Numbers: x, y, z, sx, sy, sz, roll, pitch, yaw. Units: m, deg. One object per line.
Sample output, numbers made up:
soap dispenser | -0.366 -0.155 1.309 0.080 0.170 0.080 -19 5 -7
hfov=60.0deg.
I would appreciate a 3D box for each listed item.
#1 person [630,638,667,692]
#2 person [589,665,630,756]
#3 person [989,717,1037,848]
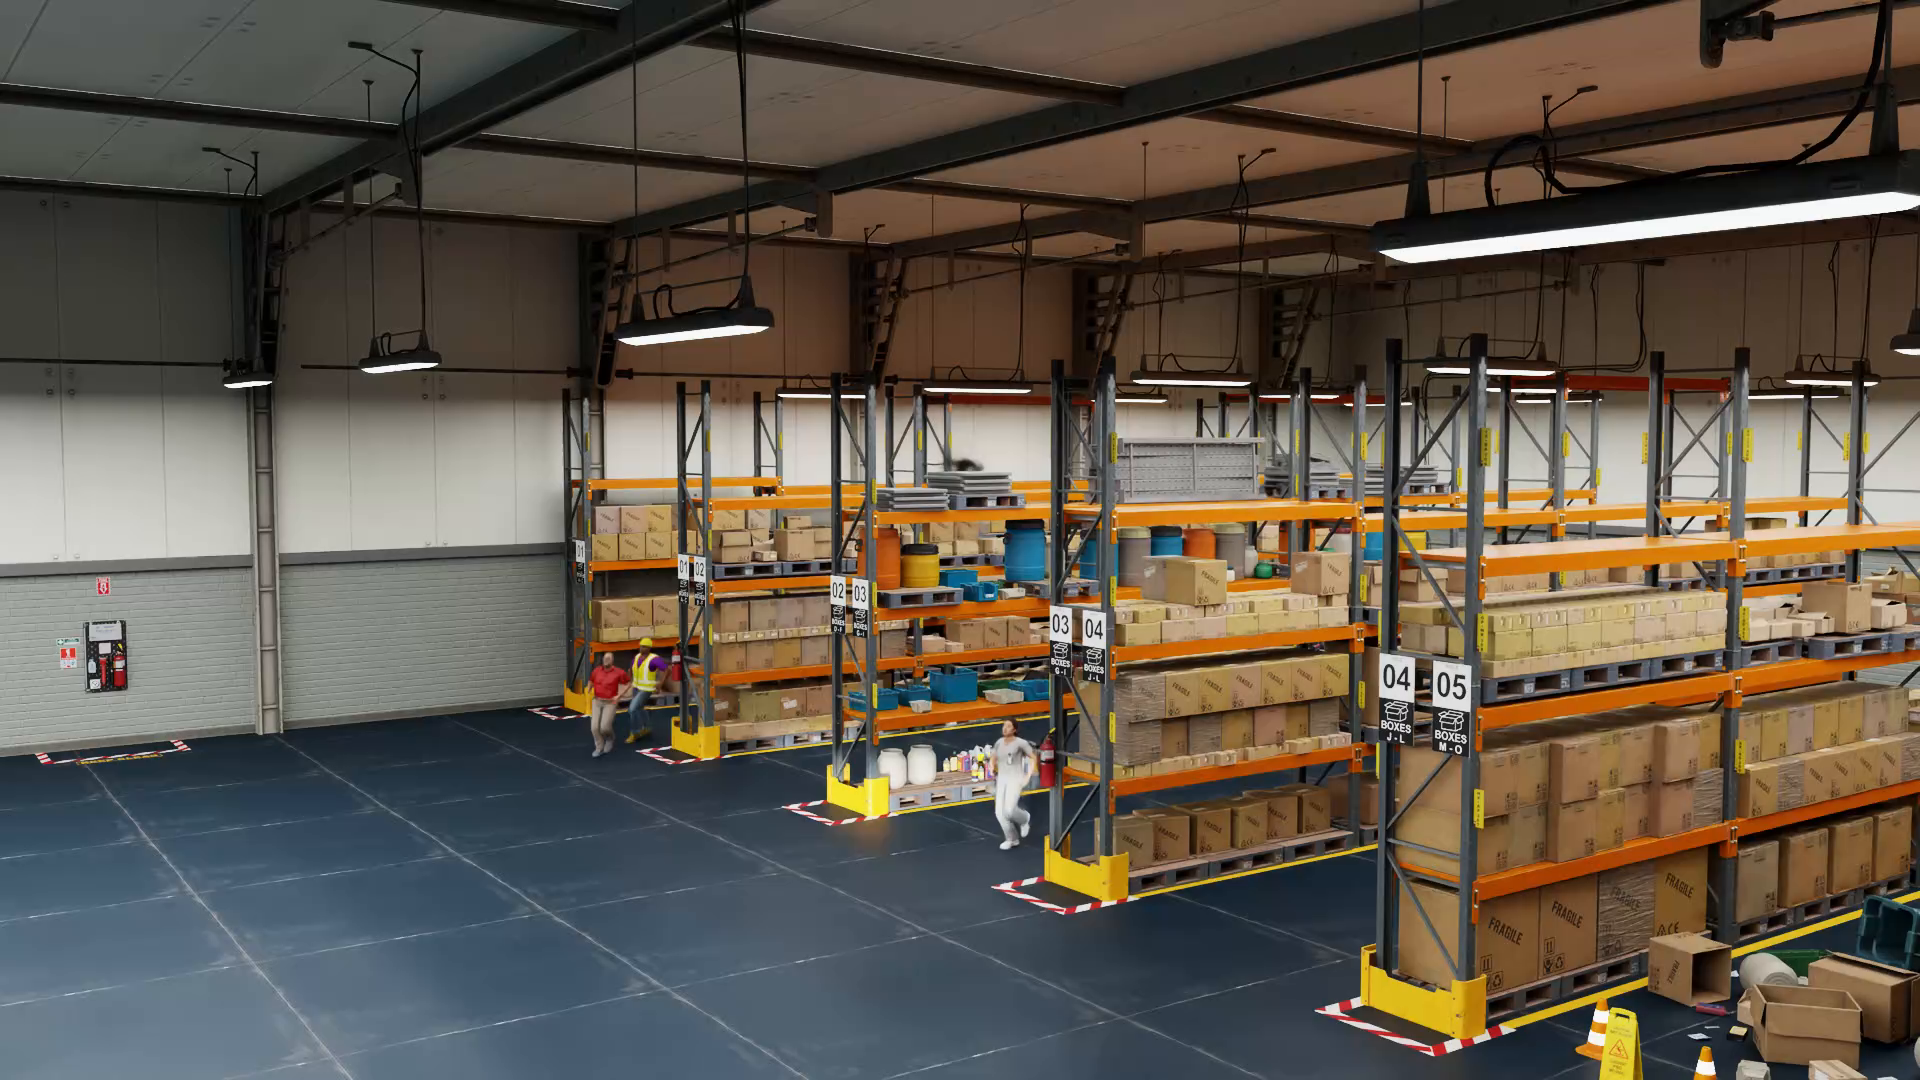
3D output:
person | -5.260 2.083 27.853 0.710 0.913 0.421 3 5 40
person | -5.637 2.714 26.650 0.654 1.482 0.431 1 4 12
person | 0.624 3.022 20.708 0.601 1.636 0.578 2 4 33
